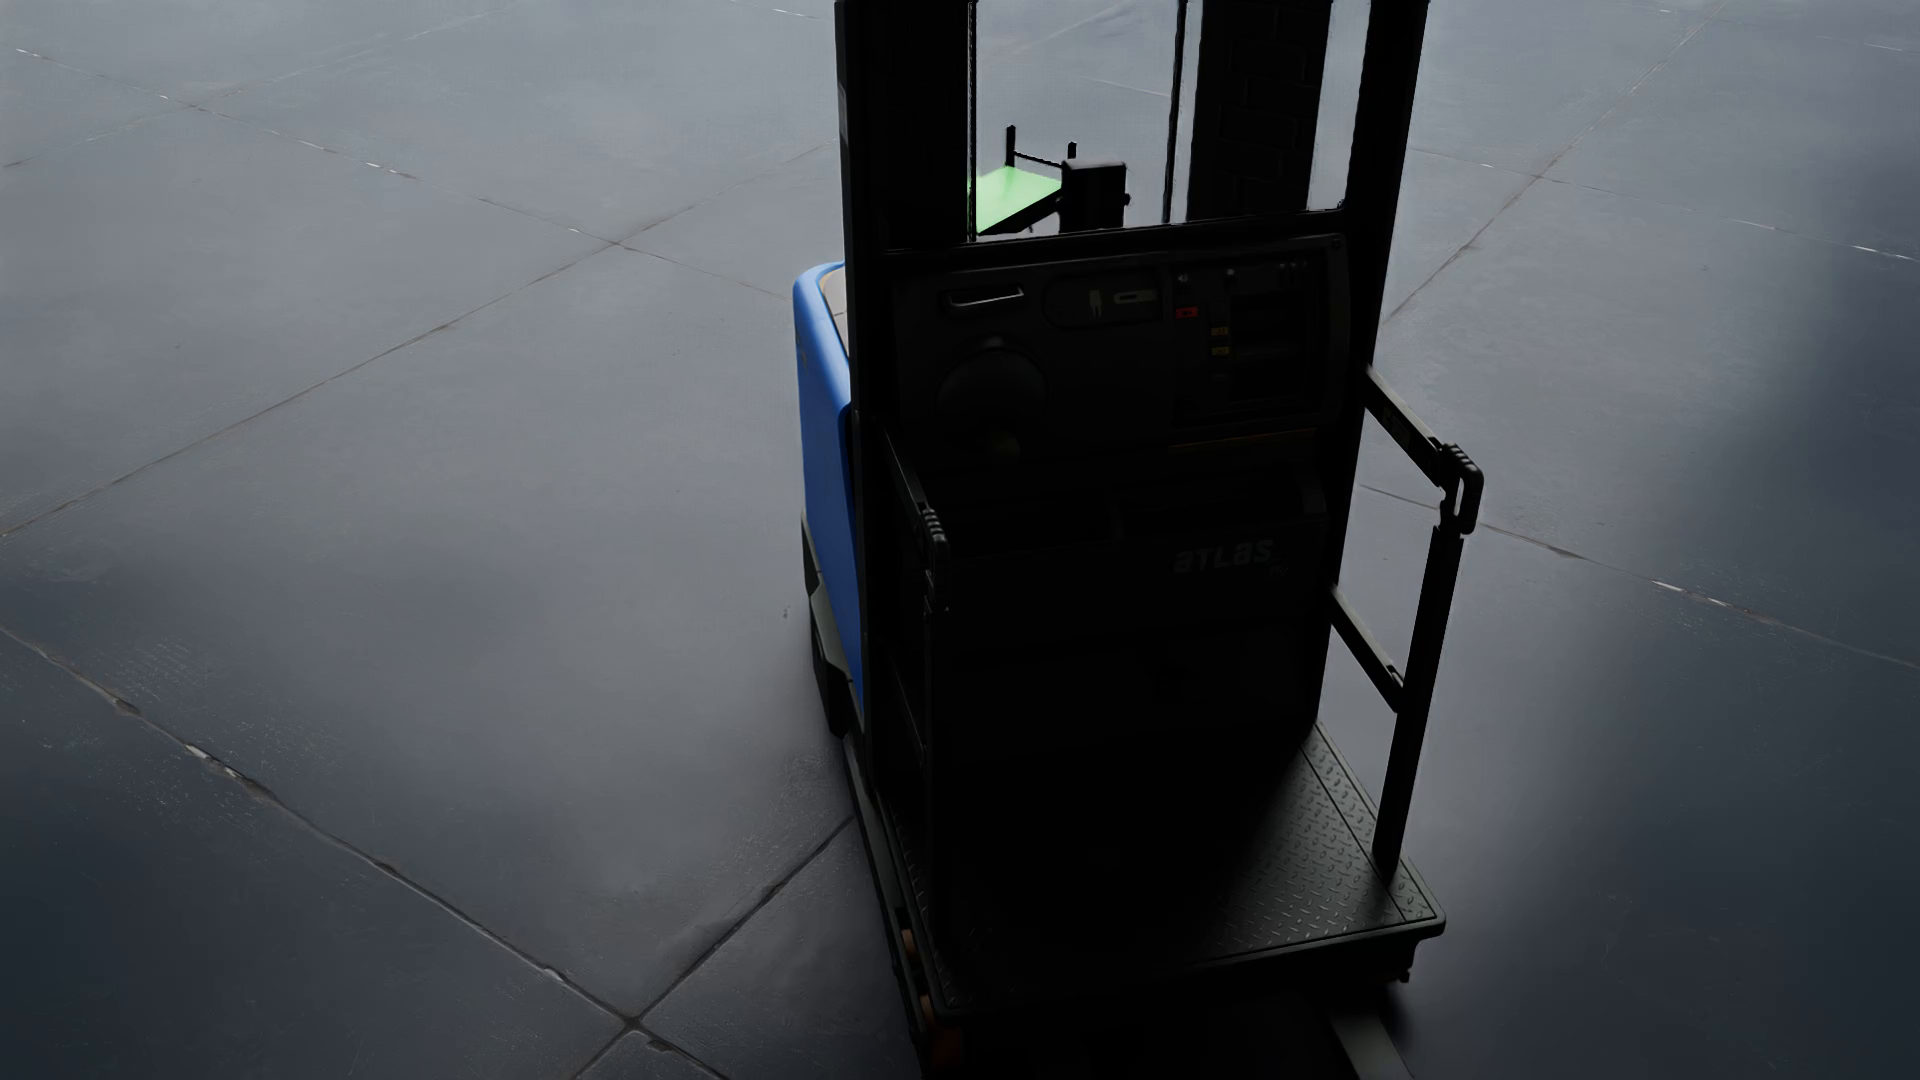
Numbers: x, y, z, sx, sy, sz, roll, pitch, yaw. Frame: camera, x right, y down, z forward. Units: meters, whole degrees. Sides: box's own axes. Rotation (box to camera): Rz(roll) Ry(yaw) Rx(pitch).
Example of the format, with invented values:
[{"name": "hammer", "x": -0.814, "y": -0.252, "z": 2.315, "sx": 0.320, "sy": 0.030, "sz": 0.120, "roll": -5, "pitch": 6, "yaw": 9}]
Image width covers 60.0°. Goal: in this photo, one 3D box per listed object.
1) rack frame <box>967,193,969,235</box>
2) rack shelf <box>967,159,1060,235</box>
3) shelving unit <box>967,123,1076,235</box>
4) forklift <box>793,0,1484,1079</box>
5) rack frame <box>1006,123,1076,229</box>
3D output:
[{"name": "rack frame", "x": -0.059, "y": -0.480, "z": 4.889, "sx": 0.240, "sy": 1.200, "sz": 0.015, "roll": 23, "pitch": 40, "yaw": 30}, {"name": "rack shelf", "x": 0.089, "y": -0.934, "z": 4.817, "sx": 0.258, "sy": 0.148, "sz": 0.480, "roll": 23, "pitch": 40, "yaw": 30}, {"name": "shelving unit", "x": 0.089, "y": -0.589, "z": 5.050, "sx": 0.258, "sy": 1.200, "sz": 0.503, "roll": 23, "pitch": 40, "yaw": 30}, {"name": "forklift", "x": 0.378, "y": -0.316, "z": 3.101, "sx": 1.130, "sy": 2.935, "sz": 3.031, "roll": -8, "pitch": 35, "yaw": -11}, {"name": "rack frame", "x": 0.238, "y": -0.698, "z": 5.210, "sx": 0.240, "sy": 1.200, "sz": 0.015, "roll": 23, "pitch": 40, "yaw": 30}]
